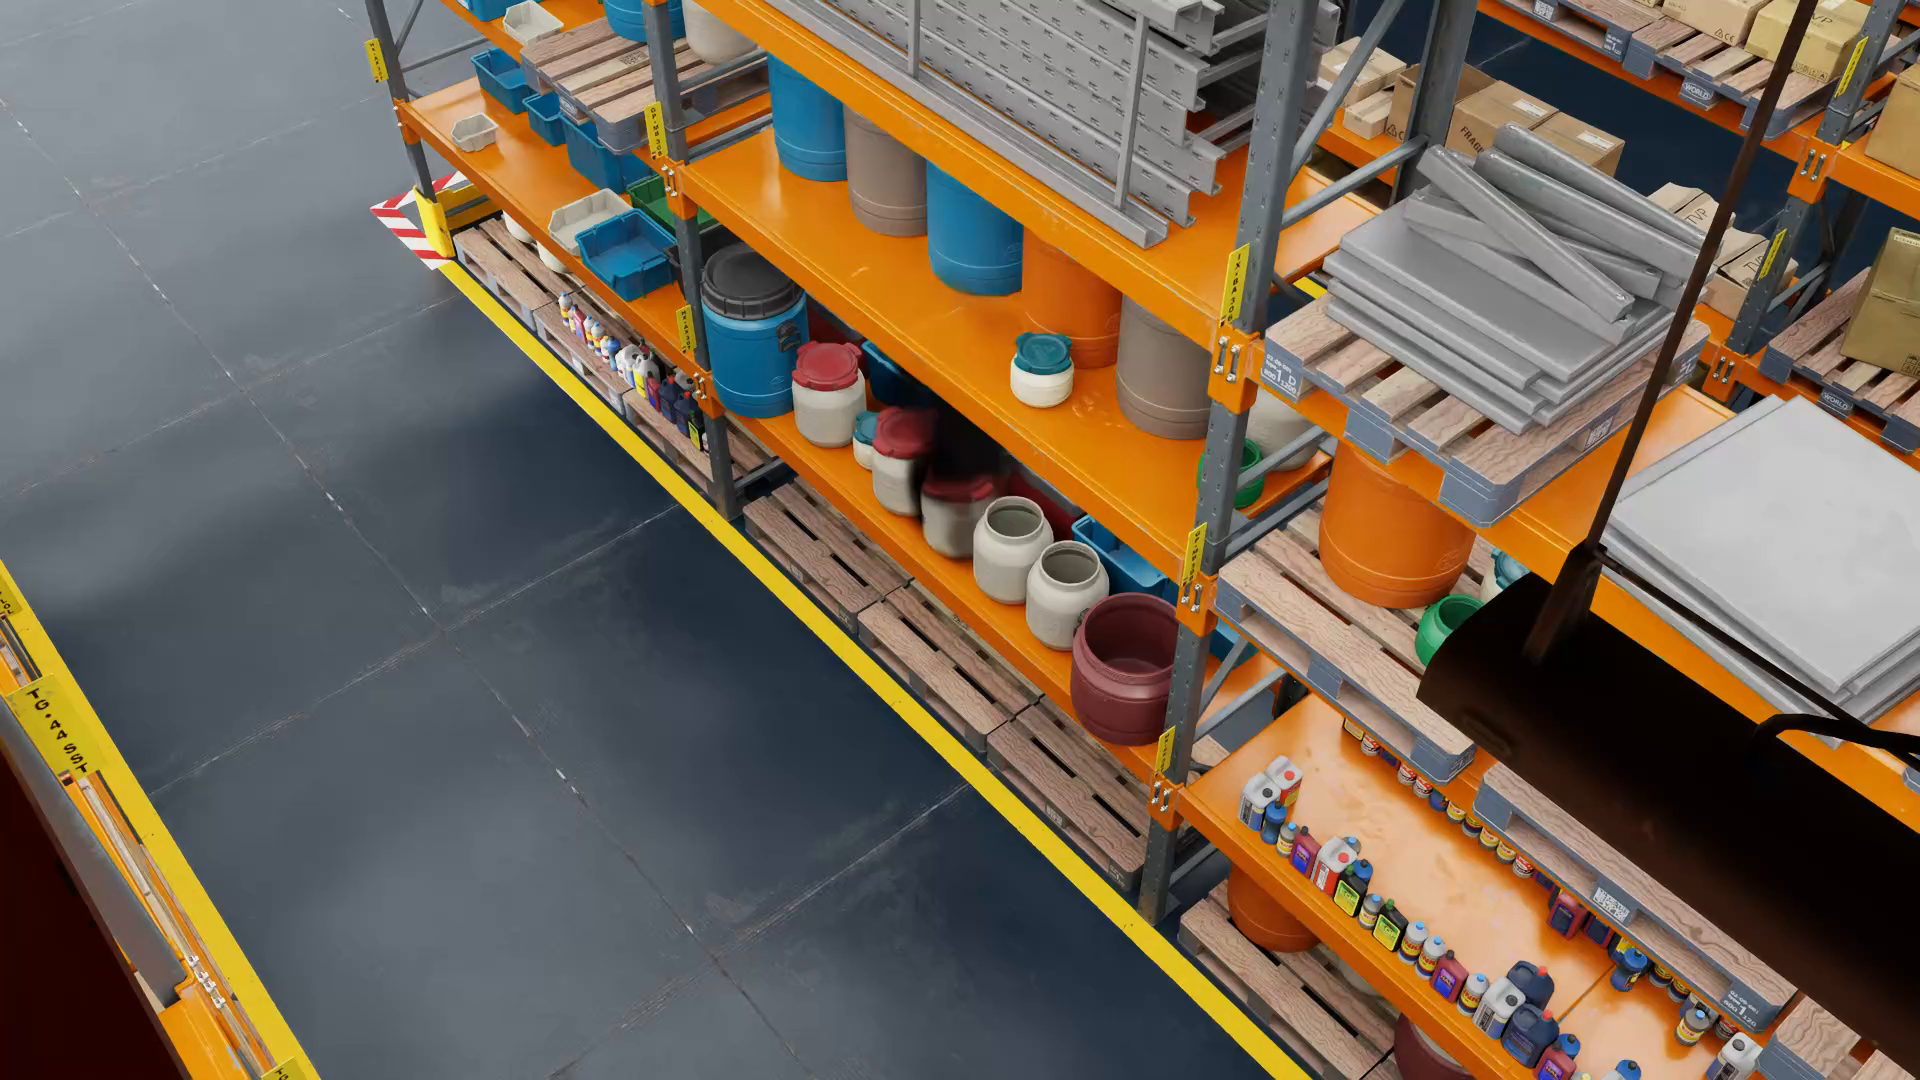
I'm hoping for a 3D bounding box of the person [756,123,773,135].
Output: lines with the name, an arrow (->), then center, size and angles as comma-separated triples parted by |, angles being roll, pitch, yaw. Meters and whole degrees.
person -> -1.319, -2.934, 12.560 | 0.635, 1.821, 0.755 | -34, 55, -28
